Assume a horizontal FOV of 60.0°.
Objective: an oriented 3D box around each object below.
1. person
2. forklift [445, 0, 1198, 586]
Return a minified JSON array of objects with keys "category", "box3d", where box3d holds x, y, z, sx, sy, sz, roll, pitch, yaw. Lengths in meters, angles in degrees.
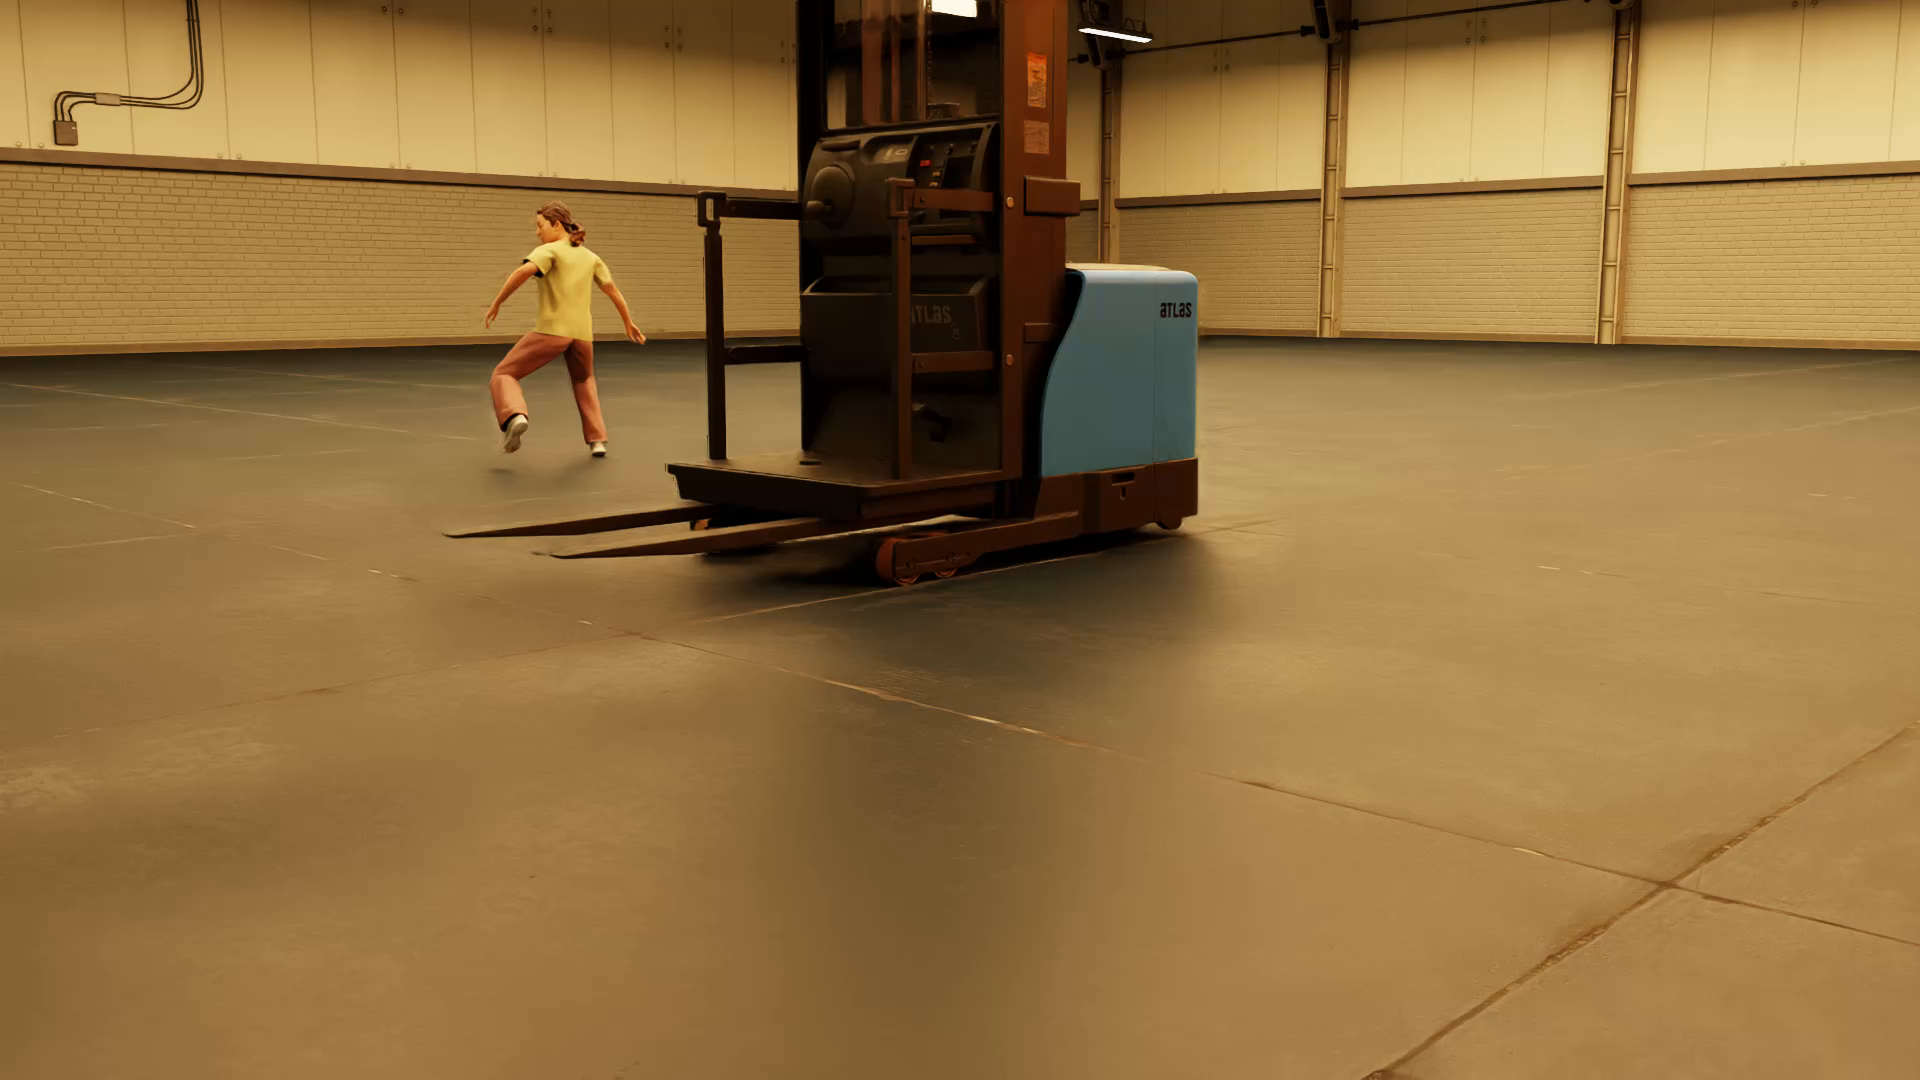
[{"category":"person","box3d":[-2.339,-1.223,9.877,0.501,1.553,1.039,8,12,44]},{"category":"forklift","box3d":[-0.381,-1.378,6.023,1.130,2.935,3.031,8,12,42]}]
